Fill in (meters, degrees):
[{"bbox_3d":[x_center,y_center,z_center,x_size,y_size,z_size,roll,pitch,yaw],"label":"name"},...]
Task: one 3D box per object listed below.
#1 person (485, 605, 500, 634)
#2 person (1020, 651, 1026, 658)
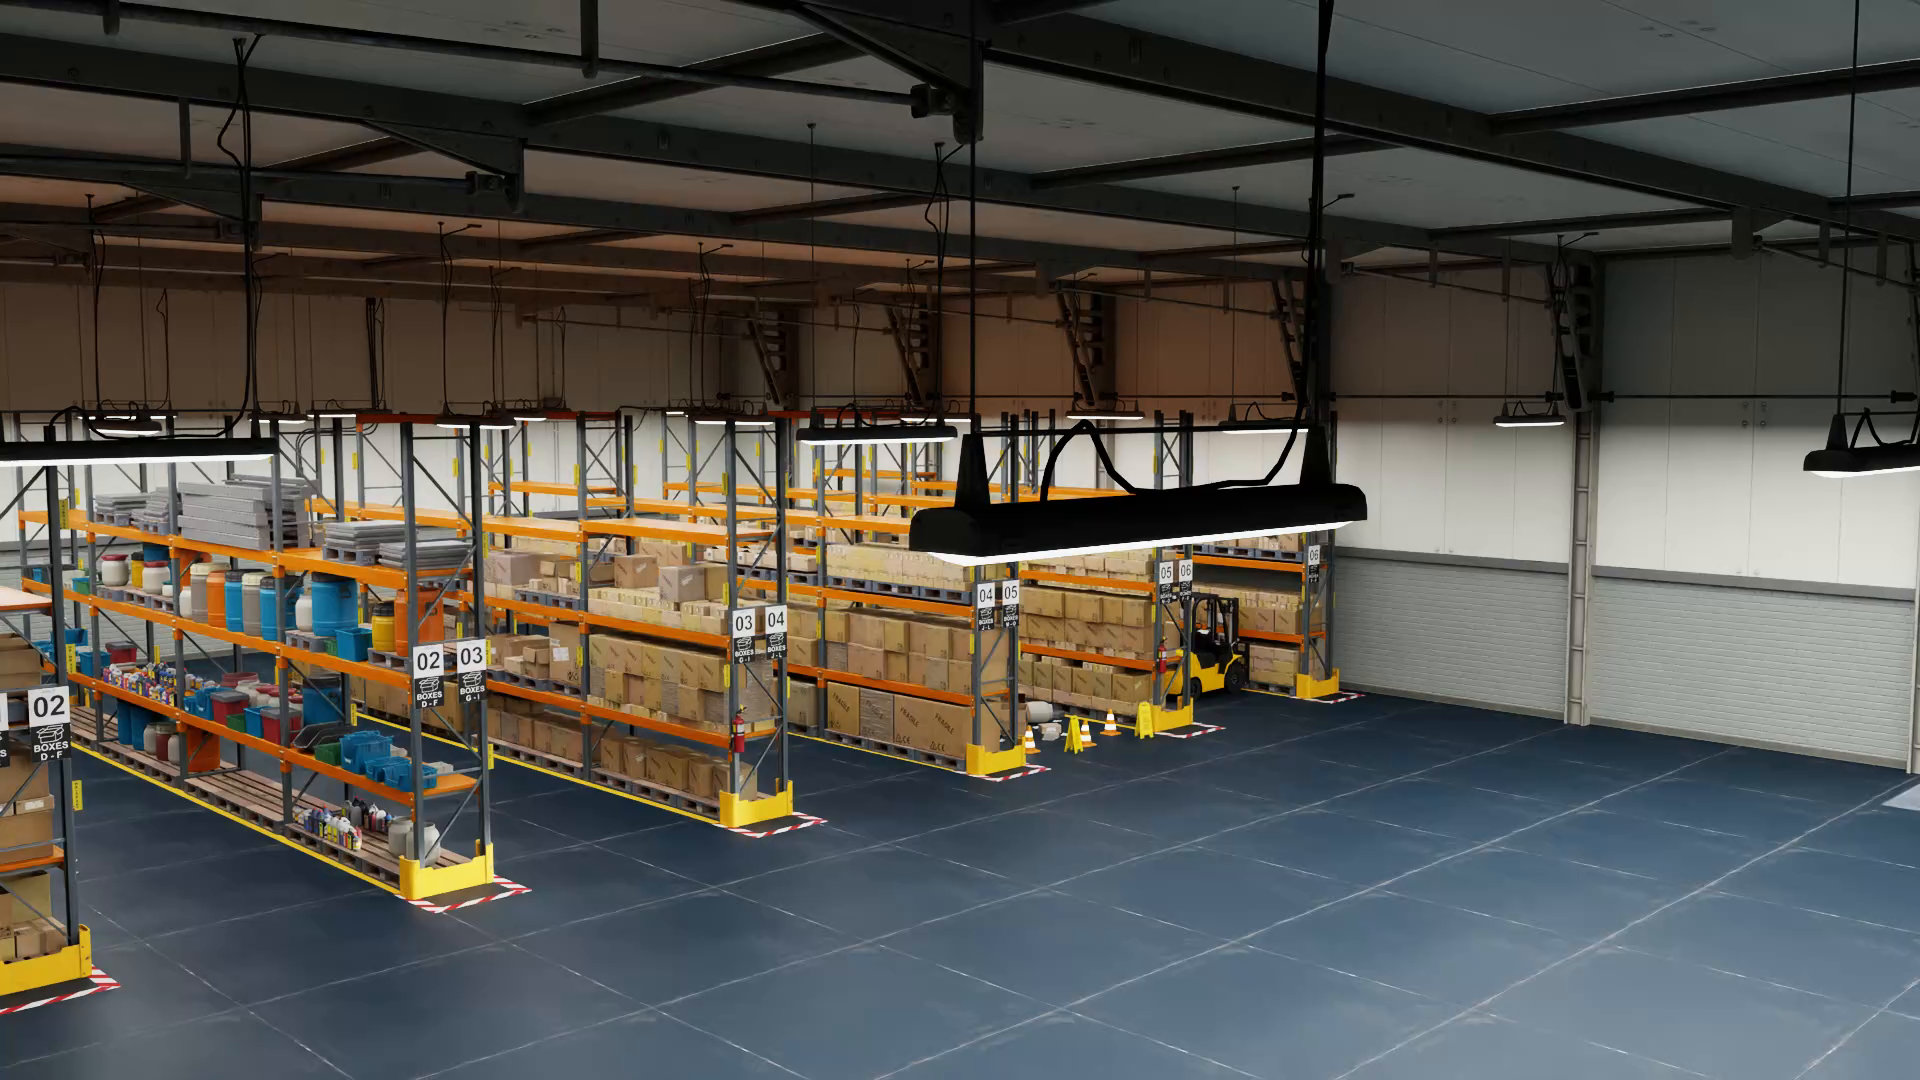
[{"bbox_3d":[-12.190,1.707,43.574,0.532,1.670,0.729,-1,5,-16],"label":"person"},{"bbox_3d":[1.433,2.199,38.037,0.479,1.686,0.535,-2,5,-20],"label":"person"}]
